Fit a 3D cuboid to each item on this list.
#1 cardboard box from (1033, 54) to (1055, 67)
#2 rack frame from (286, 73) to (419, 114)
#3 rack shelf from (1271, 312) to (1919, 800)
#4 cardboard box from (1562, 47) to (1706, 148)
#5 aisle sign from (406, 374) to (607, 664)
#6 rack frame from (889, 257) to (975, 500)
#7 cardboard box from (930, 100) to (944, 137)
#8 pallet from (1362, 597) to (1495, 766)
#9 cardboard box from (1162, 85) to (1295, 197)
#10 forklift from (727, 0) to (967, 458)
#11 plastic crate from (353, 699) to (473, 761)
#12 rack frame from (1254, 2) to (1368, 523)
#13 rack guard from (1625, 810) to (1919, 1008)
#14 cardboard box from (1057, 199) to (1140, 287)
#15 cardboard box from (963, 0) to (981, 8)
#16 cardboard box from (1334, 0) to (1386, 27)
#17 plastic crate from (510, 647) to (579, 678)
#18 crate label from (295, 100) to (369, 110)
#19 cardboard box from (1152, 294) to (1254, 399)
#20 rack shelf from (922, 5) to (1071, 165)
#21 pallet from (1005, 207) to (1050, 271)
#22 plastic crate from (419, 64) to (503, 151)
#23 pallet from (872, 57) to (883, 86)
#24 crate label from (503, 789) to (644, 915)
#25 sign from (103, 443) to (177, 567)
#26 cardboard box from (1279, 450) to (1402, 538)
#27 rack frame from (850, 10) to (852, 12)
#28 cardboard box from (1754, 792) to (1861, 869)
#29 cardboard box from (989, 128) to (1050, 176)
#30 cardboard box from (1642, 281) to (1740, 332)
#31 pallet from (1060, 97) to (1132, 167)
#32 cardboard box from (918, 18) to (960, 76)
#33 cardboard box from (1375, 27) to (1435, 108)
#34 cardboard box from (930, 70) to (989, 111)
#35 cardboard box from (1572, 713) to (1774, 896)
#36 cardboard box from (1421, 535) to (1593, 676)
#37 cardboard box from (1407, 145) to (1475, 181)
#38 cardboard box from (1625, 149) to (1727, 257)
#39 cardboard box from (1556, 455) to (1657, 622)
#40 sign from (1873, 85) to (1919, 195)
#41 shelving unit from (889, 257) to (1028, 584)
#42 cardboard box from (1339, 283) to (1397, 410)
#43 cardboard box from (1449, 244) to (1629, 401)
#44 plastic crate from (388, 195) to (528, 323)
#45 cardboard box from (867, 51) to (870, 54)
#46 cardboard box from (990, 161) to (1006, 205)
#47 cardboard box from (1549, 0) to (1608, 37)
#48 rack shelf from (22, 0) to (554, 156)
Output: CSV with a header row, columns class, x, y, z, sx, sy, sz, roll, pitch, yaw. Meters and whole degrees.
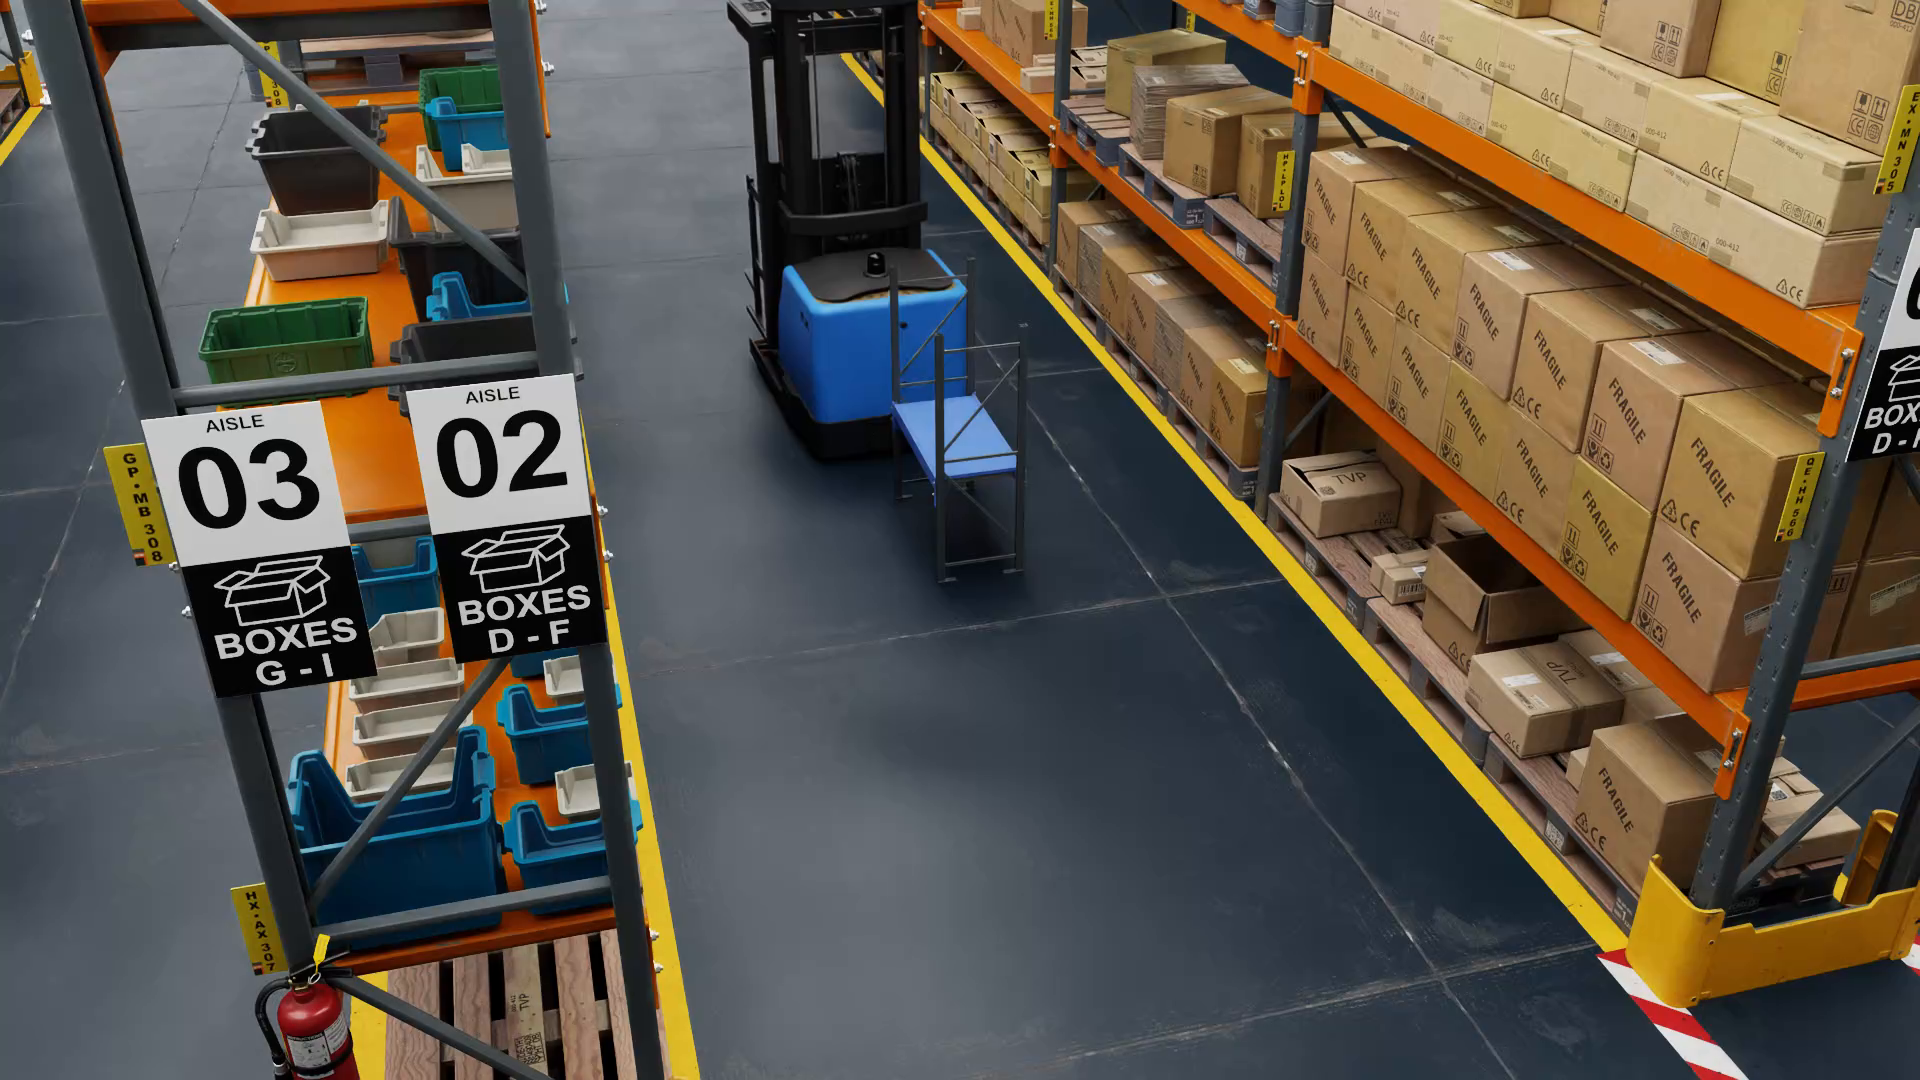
class,x,y,z,sx,sy,sz,roll,pitch,yaw
cardboard box,0.816,-3.931,13.798,0.380,0.149,0.250,-6,31,-10
rack frame,-2.506,-0.842,8.211,1.000,3.000,0.127,-8,31,-13
rack shelf,2.802,-0.222,7.857,1.077,0.370,4.000,-8,31,-13
cardboard box,2.688,-1.715,6.374,0.500,0.250,0.500,-8,31,-13
aisle sign,-1.139,-0.040,4.230,0.394,0.787,0.004,-8,31,-13
rack frame,-0.158,-0.936,9.870,0.500,1.500,0.032,-8,31,-13
cardboard box,0.016,-4.127,16.211,0.500,0.250,0.500,-9,31,-14
pallet,2.780,0.630,8.451,1.003,0.211,1.213,-8,31,-13
cardboard box,1.742,-2.569,10.676,0.700,0.500,0.500,-16,34,-26
forklift,-0.874,-2.514,11.168,1.130,2.935,3.031,-9,31,-16
plastic crate,-1.898,0.666,5.808,0.396,0.136,0.243,-8,31,-13
rack frame,2.271,-1.499,9.346,1.000,3.000,0.127,-8,31,-13
rack guard,3.312,1.478,6.698,1.175,0.500,0.348,-8,31,-13
cardboard box,1.054,-2.282,12.754,0.500,0.500,0.500,-7,31,-11
cardboard box,0.320,-5.066,15.658,0.500,0.250,0.500,-6,31,-10
cardboard box,2.160,-2.681,8.044,0.500,0.250,0.500,-8,31,-13
plastic crate,-1.542,0.337,6.281,0.416,0.233,0.300,-8,31,-13
crate label,-2.655,-1.752,7.051,0.293,0.136,0.466,-8,31,-13
cardboard box,1.608,-1.290,11.041,0.500,0.500,0.500,-7,31,-13
rack shelf,0.678,-4.086,14.533,1.077,0.370,4.000,-8,31,-13
pallet,1.028,-2.627,14.078,1.003,0.211,1.213,-8,31,-13
plastic crate,-2.102,-1.884,7.229,0.450,0.188,0.662,-8,31,-13
pallet,-0.351,-5.136,18.413,1.003,0.211,1.213,-8,31,-13
crate label,-1.192,0.973,5.182,0.416,0.233,0.303,-8,31,-13
sign,-1.970,-0.082,4.008,0.100,0.325,0.005,-8,31,-13
cardboard box,2.174,-0.294,9.509,0.500,0.311,0.500,-8,31,-13
rack frame,-0.914,-7.295,19.359,1.000,3.000,0.127,-8,31,-13
cardboard box,3.553,1.228,7.040,0.380,0.149,0.250,-8,31,-13
cardboard box,0.557,-3.380,14.361,0.500,0.311,0.500,-8,31,-14
cardboard box,3.195,-0.786,7.016,0.500,0.500,0.500,-7,31,-13
pallet,1.457,-3.030,12.182,1.213,0.211,1.003,-8,31,-13
cardboard box,-0.308,-5.117,17.174,0.500,0.500,0.500,-8,31,-13
cardboard box,2.290,-2.223,7.751,0.500,0.250,0.500,-8,31,-13
cardboard box,0.017,-4.365,16.062,0.500,0.311,0.500,-8,31,-13
cardboard box,2.951,1.094,6.921,0.500,0.500,0.500,-8,31,-13
cardboard box,2.774,0.298,8.294,0.797,0.503,0.637,-8,31,-13
cardboard box,2.655,-1.765,8.708,0.500,0.500,0.500,-8,31,-13
cardboard box,2.820,-1.257,6.082,0.500,0.250,0.500,-8,31,-13
cardboard box,2.810,-0.041,6.726,0.500,0.500,0.500,-8,31,-13
sign,2.792,-1.185,4.924,0.100,0.325,0.005,-8,31,-13
shelving unit,-0.023,-0.690,9.445,0.538,1.500,1.048,-8,31,-13
cardboard box,2.282,-1.013,8.406,0.500,0.500,0.500,-7,31,-12
cardboard box,2.536,-0.963,7.322,0.500,0.500,0.500,-7,31,-12
plastic crate,-1.585,-0.956,5.475,0.504,0.338,0.767,-8,31,-13
cardboard box,-0.850,-5.757,19.028,0.500,0.250,0.500,-8,31,-13
cardboard box,0.563,-3.136,14.500,0.500,0.250,0.500,-7,31,-12
cardboard box,2.851,-2.321,6.674,0.700,0.500,0.500,-8,31,-13
rack shelf,-1.975,-1.988,5.320,1.077,0.370,4.000,-8,31,-13
